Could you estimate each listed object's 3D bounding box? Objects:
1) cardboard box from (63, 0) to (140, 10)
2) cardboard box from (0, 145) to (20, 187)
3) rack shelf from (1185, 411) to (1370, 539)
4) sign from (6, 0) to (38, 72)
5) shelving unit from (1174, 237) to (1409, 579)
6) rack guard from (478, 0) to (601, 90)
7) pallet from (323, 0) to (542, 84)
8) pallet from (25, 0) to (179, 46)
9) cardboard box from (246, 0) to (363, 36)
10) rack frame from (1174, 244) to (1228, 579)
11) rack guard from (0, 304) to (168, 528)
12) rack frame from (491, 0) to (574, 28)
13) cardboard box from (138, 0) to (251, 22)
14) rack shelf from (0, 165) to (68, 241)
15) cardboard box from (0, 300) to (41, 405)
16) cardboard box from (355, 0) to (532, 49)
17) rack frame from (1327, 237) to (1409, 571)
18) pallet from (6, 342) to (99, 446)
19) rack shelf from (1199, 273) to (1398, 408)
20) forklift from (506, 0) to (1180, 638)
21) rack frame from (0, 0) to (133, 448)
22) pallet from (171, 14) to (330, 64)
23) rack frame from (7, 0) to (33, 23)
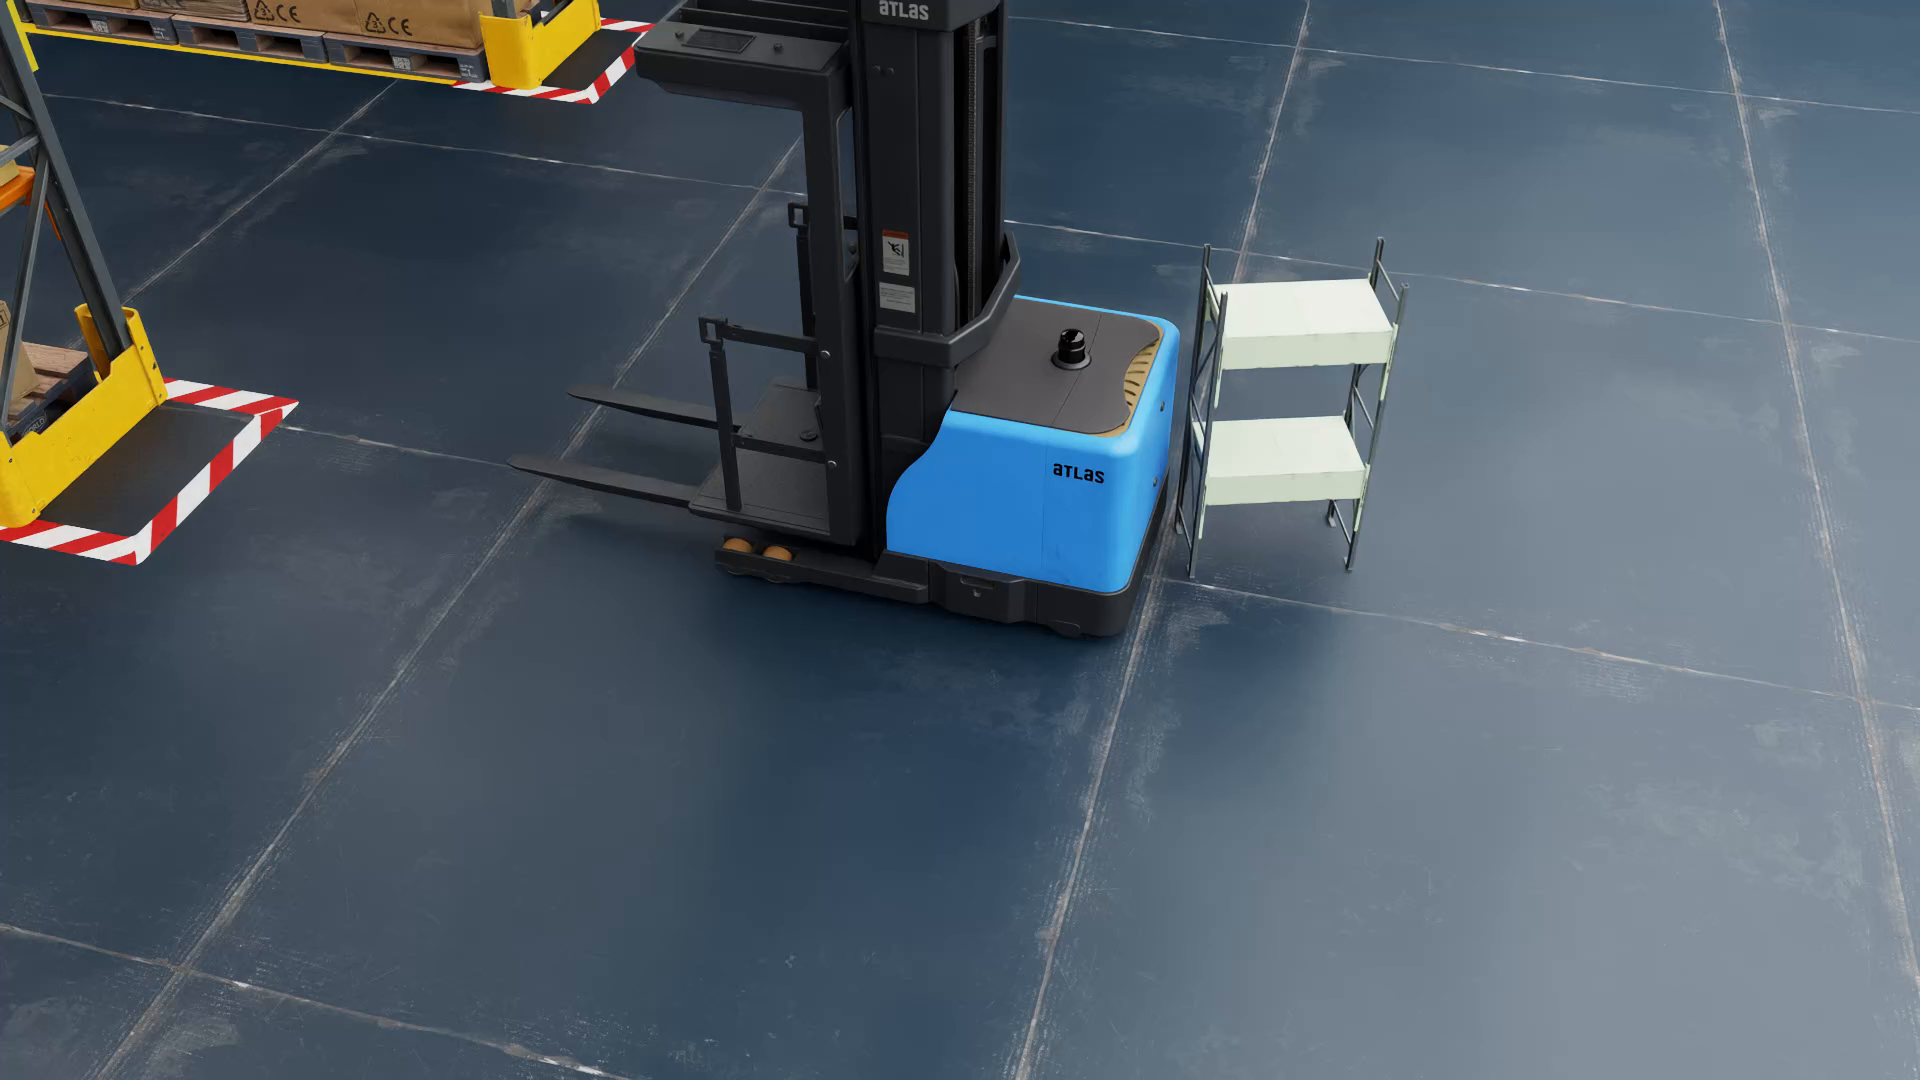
[{"bbox_3d":[-6.251,-4.503,12.129,0.875,0.875,0.875,10,41,12],"label":"cardboard box"},{"bbox_3d":[-4.570,-1.674,7.630,0.250,0.149,0.380,10,41,11],"label":"cardboard box"},{"bbox_3d":[1.406,-0.295,7.467,0.720,0.370,0.431,-3,40,-3],"label":"rack shelf"},{"bbox_3d":[-4.216,-2.243,7.440,0.005,0.325,0.100,10,41,11],"label":"sign"},{"bbox_3d":[1.406,-0.545,7.257,0.755,1.500,0.431,-3,40,-3],"label":"shelving unit"},{"bbox_3d":[-2.953,-3.678,11.765,0.348,0.500,1.175,10,41,11],"label":"rack guard"},{"bbox_3d":[-3.769,-3.655,11.963,1.213,0.211,1.003,10,41,11],"label":"pallet"},{"bbox_3d":[-6.126,-4.061,12.446,1.213,0.211,1.003,10,41,11],"label":"pallet"},{"bbox_3d":[-4.499,-4.203,11.772,0.875,0.875,0.875,9,41,11],"label":"cardboard box"},{"bbox_3d":[1.041,-0.528,7.237,0.023,1.500,0.400,-3,40,-3],"label":"rack frame"},{"bbox_3d":[-4.429,-0.630,8.136,0.348,0.500,1.175,10,41,11],"label":"rack guard"},{"bbox_3d":[-2.976,-4.639,10.966,0.127,3.000,1.000,10,41,11],"label":"rack frame"},{"bbox_3d":[-5.379,-4.356,11.954,0.875,0.875,0.875,10,41,12],"label":"cardboard box"},{"bbox_3d":[-6.288,-1.631,7.944,4.000,0.370,1.077,10,41,11],"label":"rack shelf"},{"bbox_3d":[-4.955,-0.892,8.121,0.500,0.500,0.500,17,43,19],"label":"cardboard box"},{"bbox_3d":[-3.649,-4.058,11.599,0.875,0.875,0.875,10,41,12],"label":"cardboard box"},{"bbox_3d":[1.771,-0.563,7.278,0.023,1.500,0.400,-3,40,-3],"label":"rack frame"},{"bbox_3d":[-5.205,-0.676,8.415,1.213,0.211,1.003,10,41,11],"label":"pallet"},{"bbox_3d":[1.406,-0.844,7.006,0.720,0.370,0.431,-3,40,-3],"label":"rack shelf"},{"bbox_3d":[-0.603,-1.240,6.972,3.031,2.935,1.130,11,41,13],"label":"forklift"},{"bbox_3d":[-4.356,-1.574,7.317,0.127,3.000,1.000,10,41,11],"label":"rack frame"},{"bbox_3d":[-4.944,-3.859,12.206,1.213,0.211,1.003,10,41,11],"label":"pallet"},{"bbox_3d":[-6.840,-5.304,11.757,0.127,3.000,1.000,10,41,11],"label":"rack frame"}]
